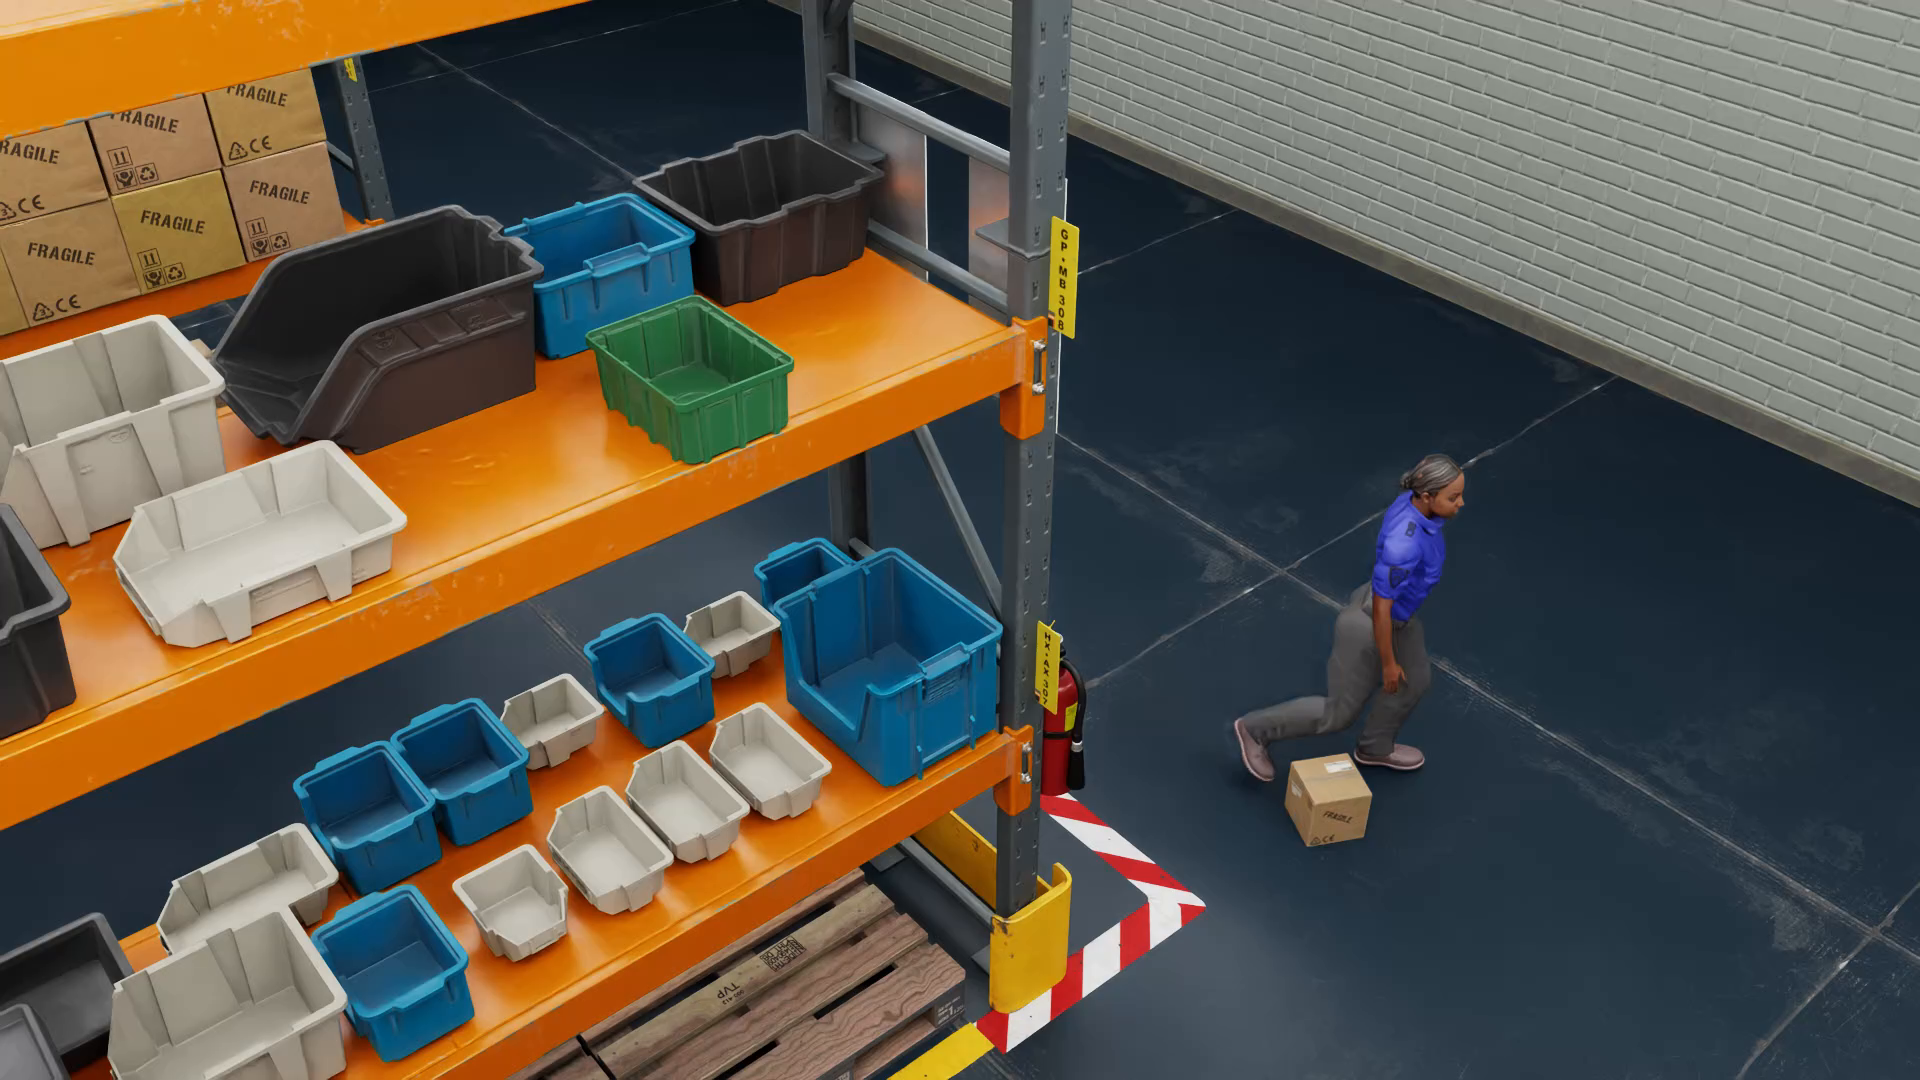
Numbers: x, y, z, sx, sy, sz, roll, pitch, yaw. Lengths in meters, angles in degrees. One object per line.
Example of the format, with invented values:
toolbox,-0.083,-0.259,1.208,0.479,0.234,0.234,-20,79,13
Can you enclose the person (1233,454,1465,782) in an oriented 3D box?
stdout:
person,1.561,0.315,6.649,0.768,1.607,0.549,16,39,21
